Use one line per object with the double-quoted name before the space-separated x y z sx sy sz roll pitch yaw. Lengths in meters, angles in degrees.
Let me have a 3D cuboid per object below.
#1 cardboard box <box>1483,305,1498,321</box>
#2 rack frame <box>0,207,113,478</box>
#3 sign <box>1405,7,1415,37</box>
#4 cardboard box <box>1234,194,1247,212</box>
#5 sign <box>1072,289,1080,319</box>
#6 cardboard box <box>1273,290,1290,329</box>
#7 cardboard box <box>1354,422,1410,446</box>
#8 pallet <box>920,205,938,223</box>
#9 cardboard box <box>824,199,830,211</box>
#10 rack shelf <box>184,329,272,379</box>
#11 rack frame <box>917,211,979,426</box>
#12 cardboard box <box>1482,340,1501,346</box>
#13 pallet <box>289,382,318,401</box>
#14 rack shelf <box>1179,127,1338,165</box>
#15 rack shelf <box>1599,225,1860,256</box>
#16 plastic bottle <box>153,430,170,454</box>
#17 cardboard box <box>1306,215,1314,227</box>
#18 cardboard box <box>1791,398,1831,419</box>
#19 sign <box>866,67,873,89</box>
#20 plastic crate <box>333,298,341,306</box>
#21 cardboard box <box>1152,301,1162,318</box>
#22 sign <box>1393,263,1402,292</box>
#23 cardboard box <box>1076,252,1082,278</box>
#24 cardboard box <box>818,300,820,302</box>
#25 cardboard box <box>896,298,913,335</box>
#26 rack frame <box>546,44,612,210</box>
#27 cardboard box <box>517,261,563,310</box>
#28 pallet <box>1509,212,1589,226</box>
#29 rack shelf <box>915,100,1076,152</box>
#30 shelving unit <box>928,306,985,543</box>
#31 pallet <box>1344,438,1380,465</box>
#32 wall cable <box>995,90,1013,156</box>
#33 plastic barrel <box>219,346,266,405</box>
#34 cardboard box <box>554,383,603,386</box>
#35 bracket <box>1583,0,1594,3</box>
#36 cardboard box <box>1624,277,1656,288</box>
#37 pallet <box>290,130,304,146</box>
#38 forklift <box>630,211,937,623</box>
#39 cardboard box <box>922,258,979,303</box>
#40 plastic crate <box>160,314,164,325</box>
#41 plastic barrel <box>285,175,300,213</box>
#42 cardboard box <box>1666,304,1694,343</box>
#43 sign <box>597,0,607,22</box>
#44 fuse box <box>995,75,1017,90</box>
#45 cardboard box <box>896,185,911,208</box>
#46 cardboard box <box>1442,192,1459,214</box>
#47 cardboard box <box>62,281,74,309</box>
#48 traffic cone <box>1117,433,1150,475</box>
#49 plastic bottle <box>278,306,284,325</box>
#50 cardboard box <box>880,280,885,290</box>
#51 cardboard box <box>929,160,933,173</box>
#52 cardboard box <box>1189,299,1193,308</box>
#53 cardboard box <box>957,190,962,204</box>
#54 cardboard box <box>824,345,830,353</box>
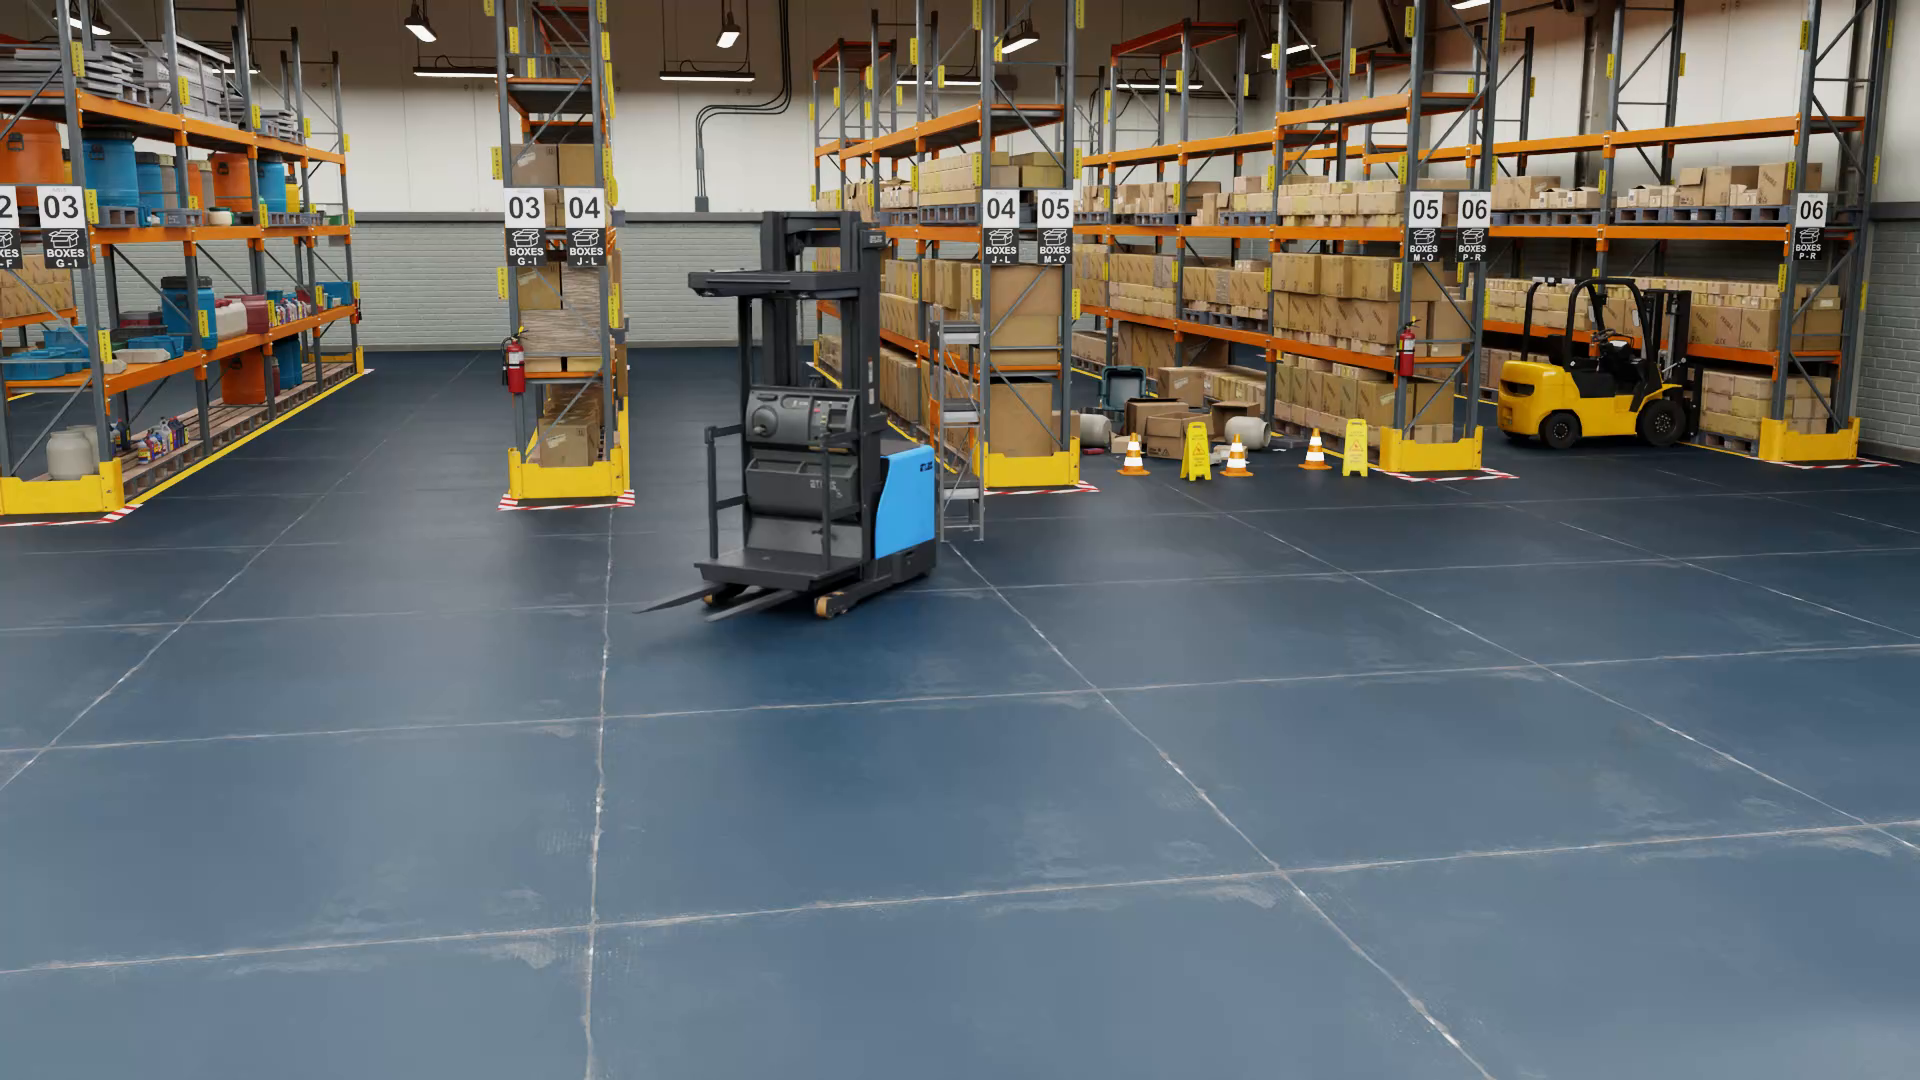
"cardboard box" 8.809 -3.693 26.979 0.500 0.250 0.500 -2 11 -12
"rack frame" -9.022 -1.761 16.424 1.000 3.000 0.127 -2 11 -11
"sign" 5.009 -5.768 18.515 0.100 0.325 0.005 -2 11 -11
"cardboard box" 4.332 -4.929 24.328 0.500 0.250 0.500 -2 11 -10
"sign" 1.267 -2.586 18.233 0.100 0.325 0.005 -2 11 -11
"cardboard box" 4.592 -3.139 22.604 0.500 0.500 0.500 -2 11 -11
"cardboard box" 5.132 -1.300 20.233 0.500 0.250 0.500 -2 11 -11
"pallet" 0.093 -4.116 21.013 1.003 0.211 1.213 -2 11 -11
"cardboard box" -2.271 -6.311 31.374 0.500 0.250 0.500 -3 11 -13
"rack shelf" -10.189 -2.508 22.273 1.077 0.370 4.000 -2 11 -11
"rack frame" -0.056 -2.836 22.075 1.000 3.000 0.127 -2 11 -11
"cardboard box" 9.074 -3.354 28.621 0.380 0.149 0.250 -2 11 -8
"pallet" -11.246 -2.449 27.497 1.003 0.211 1.213 -2 11 -11
"rack shelf" 4.391 -5.799 24.590 1.077 0.370 4.000 -2 11 -11
"rack shelf" 10.037 -3.969 21.930 1.077 0.370 4.000 -2 11 -11
"plastic bottle" -9.264 -1.140 19.273 0.152 0.276 0.135 -2 11 -10
"cardboard box" 4.762 -4.180 21.785 0.380 0.149 0.250 -2 11 -9
"cardboard box" 10.538 -1.677 20.880 0.500 0.250 0.500 -2 11 -10
"sign" -1.365 -6.993 25.161 0.100 0.325 0.005 -2 11 -11
"plastic crate" -11.797 -4.452 31.110 0.396 0.136 0.243 -2 11 -11
"cardboard box" 3.534 -3.871 27.914 0.500 0.250 0.500 -2 11 -10
"sign" 5.009 -3.009 19.040 0.100 0.325 0.005 -2 11 -11
"cardboard box" 2.573 -5.397 32.590 0.500 0.500 0.500 -2 11 -11
"cardboard box" -2.649 -4.842 33.287 0.380 0.149 0.250 -2 11 -11
"cardboard box" -0.617 -3.157 23.492 0.500 0.500 0.500 -2 11 -10
"rack frame" -6.497 -7.089 28.373 1.000 3.000 0.127 -2 11 -11
"cardboard box" -4.513 -2.719 17.723 0.500 0.500 0.500 -2 11 -11
"pallet" 9.310 -5.004 25.948 1.003 0.211 1.213 -2 11 -8
"rack shelf" 0.333 -4.867 19.692 1.077 0.370 4.000 -2 11 -11
"shelving unit" -0.032 -1.062 15.160 0.431 2.100 0.503 -2 11 -11
"pallet" 5.419 -1.096 20.388 1.003 0.211 1.213 -2 11 -11
"wall cable" 1.063 -9.216 39.548 0.463 3.000 0.029 -2 11 -11
"plastic barrel" -10.689 -2.457 24.765 0.600 0.830 0.708 -2 11 -11
"cardboard box" -5.114 -1.864 22.477 0.700 0.500 0.500 -2 11 -11
"bracket" 9.740 -8.370 25.476 0.235 0.232 0.430 -2 11 -11
"cardboard box" 9.576 -3.617 23.377 0.380 0.149 0.250 -2 11 -10
"pallet" -11.164 -6.469 26.690 1.003 0.211 1.213 -2 11 -11
"forklift" -1.298 -0.956 12.378 1.130 2.935 3.031 5 12 26
"cardboard box" -0.018 -3.371 21.598 0.875 0.550 0.550 -2 11 -11
"plastic crate" -10.319 -2.677 21.284 0.392 0.384 0.575 -2 11 -11
"plastic barrel" -10.979 -5.574 26.810 0.600 0.588 0.600 0 11 0
"cardboard box" 9.772 -2.893 22.109 0.500 0.500 0.500 -2 11 -11
"sign" -3.631 -5.405 16.819 0.100 0.325 0.005 -2 11 -11
"fuse box" 1.083 -10.774 39.177 0.513 0.334 0.176 -2 11 -11
"cardboard box" -0.613 -4.835 23.402 0.500 0.311 0.500 -3 11 -13
"cardboard box" 5.721 -3.949 19.505 0.500 0.250 0.500 -2 11 -12
"cardboard box" -16.639 -4.493 30.510 0.500 0.500 0.500 -2 11 -9
"traffic cone" 2.011 -1.005 19.241 0.336 0.463 0.334 -2 11 -11
"plastic bottle" -10.525 -3.475 25.745 0.061 0.283 0.133 -2 11 -11
"cardboard box" -1.379 -4.018 26.243 0.380 0.149 0.250 -3 11 -13
"cardboard box" -0.170 -4.615 20.545 0.380 0.149 0.250 -2 11 -12
"cardboard box" 3.882 -3.785 26.609 0.380 0.149 0.250 -3 11 -14
"cardboard box" 0.177 -3.897 18.905 0.380 0.149 0.250 -2 11 -10
"cardboard box" -2.464 -3.739 32.523 0.380 0.149 0.250 -2 11 -9
